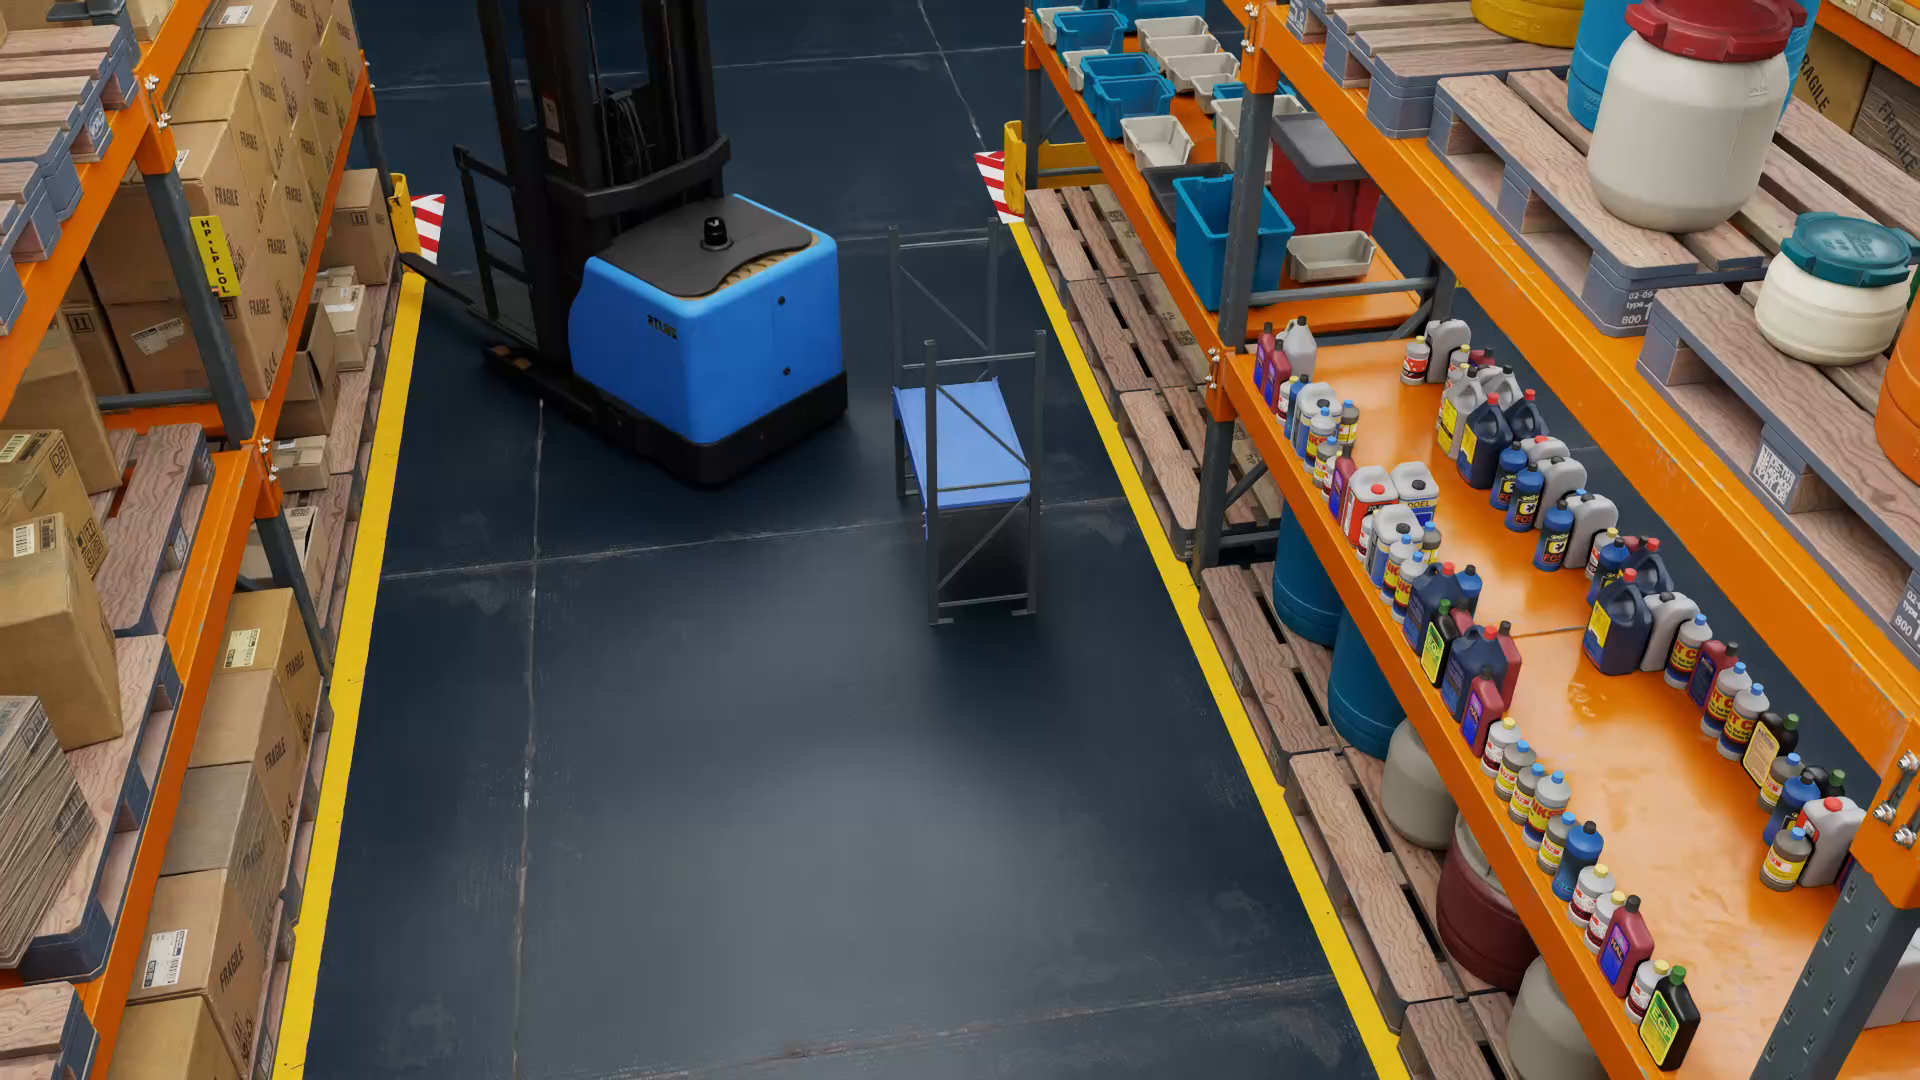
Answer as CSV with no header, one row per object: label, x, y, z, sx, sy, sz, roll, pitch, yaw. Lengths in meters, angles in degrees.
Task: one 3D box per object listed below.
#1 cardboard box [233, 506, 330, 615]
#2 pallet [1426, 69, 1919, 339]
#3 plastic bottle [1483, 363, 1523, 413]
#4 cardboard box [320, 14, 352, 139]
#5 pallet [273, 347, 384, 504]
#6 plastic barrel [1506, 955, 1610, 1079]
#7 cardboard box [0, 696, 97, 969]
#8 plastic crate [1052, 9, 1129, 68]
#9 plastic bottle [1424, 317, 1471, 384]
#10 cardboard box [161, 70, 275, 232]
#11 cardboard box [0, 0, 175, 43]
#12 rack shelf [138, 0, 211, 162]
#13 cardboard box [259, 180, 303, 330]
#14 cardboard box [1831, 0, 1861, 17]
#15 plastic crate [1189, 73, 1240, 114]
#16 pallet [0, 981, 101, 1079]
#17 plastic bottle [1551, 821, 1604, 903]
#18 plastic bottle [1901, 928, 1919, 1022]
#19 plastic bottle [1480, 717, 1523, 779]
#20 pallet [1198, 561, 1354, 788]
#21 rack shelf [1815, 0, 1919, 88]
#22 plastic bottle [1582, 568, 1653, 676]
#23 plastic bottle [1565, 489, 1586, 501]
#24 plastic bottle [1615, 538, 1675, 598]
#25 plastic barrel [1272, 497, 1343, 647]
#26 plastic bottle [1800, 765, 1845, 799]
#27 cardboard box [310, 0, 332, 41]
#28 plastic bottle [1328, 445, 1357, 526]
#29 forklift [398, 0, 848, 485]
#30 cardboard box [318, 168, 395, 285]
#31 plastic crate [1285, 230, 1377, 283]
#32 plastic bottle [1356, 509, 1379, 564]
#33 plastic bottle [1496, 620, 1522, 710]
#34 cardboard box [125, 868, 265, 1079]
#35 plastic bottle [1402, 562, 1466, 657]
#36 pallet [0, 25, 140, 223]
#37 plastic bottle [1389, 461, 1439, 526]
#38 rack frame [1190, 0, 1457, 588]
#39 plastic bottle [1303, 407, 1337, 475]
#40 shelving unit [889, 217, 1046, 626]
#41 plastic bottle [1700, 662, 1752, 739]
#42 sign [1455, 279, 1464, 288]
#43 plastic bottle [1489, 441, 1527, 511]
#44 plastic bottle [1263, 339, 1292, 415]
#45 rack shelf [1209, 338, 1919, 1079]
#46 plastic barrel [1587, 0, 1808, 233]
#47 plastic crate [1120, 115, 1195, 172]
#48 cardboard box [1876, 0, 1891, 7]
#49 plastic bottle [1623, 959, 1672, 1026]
cardboard box,-3.134,0.093,7.418,0.500,0.311,0.500,-6,38,-8
pallet,2.039,-1.011,4.715,1.003,0.211,1.213,-6,38,-8
plastic bottle,2.087,-0.509,6.401,0.144,0.351,0.185,-6,38,-8
cardboard box,-3.534,-2.419,8.738,0.500,0.500,0.500,-6,38,-8
pallet,-3.610,-0.570,8.712,1.003,0.211,1.213,-6,38,-8
plastic barrel,2.016,1.559,5.384,0.421,0.512,0.421,0,38,0
cardboard box,-2.766,0.751,4.314,0.700,0.500,0.500,0,38,1
plastic crate,0.737,-2.840,9.448,0.416,0.233,0.300,-6,38,-8
plastic bottle,1.991,-0.796,6.831,0.152,0.276,0.135,-6,38,-8
cardboard box,-3.170,-1.579,6.841,0.500,0.500,0.500,-7,38,-9
cardboard box,-3.115,-1.964,5.910,0.500,0.250,0.500,-6,38,-8
rack shelf,-3.624,-2.627,7.227,1.077,0.370,4.000,-6,38,-8
cardboard box,-3.187,-1.204,7.173,0.500,0.500,0.500,-6,38,-7
cardboard box,5.608,-3.339,10.207,0.380,0.149,0.250,-7,38,-9
plastic crate,1.403,-2.392,8.950,0.298,0.136,0.250,-6,38,-8
pallet,-2.760,1.572,3.838,1.213,0.211,1.003,-6,38,-8
plastic bottle,1.737,0.891,4.663,0.097,0.271,0.097,0,38,0
plastic bottle,2.548,1.120,4.364,0.152,0.276,0.135,-6,38,-8
plastic bottle,1.652,0.625,5.063,0.097,0.201,0.097,0,38,0
pallet,1.698,0.523,7.305,1.003,0.211,1.213,-6,38,-8
rack shelf,6.130,-2.505,9.516,1.077,0.370,4.000,-6,38,-8
plastic bottle,2.154,0.254,5.418,0.144,0.351,0.185,-6,38,-8
plastic bottle,2.215,-0.093,5.987,0.097,0.201,0.097,0,38,0
plastic bottle,2.280,0.156,5.544,0.144,0.351,0.185,-6,38,-8
plastic barrel,1.683,-0.055,7.144,0.600,0.901,0.708,-6,38,-8
plastic bottle,2.488,0.752,4.832,0.061,0.283,0.133,-6,38,-8
cardboard box,-3.537,-2.824,8.444,0.500,0.500,0.500,-5,38,-7
plastic bottle,1.404,-0.199,6.056,0.061,0.283,0.133,-6,38,-8
forklift,-2.032,-2.216,8.613,3.031,2.935,1.130,29,46,32
cardboard box,-3.637,-1.819,9.725,0.500,0.500,0.500,-6,38,-8
plastic crate,1.663,-1.265,7.499,0.396,0.136,0.243,-6,38,-8
plastic bottle,1.466,-0.017,5.889,0.097,0.201,0.097,0,38,0
plastic bottle,1.723,0.397,5.288,0.061,0.283,0.133,-6,38,-8
cardboard box,-2.647,1.472,5.489,0.500,0.500,0.500,-7,38,-9
plastic bottle,1.571,0.205,5.481,0.144,0.351,0.185,-6,38,-8
pallet,-3.228,-1.227,4.993,1.213,0.211,1.003,-6,38,-8
plastic bottle,1.622,-0.136,5.981,0.152,0.276,0.135,-6,38,-8
rack frame,1.604,-1.049,7.055,1.000,3.000,0.127,-6,38,-8
plastic bottle,1.368,-0.383,6.303,0.097,0.271,0.097,0,38,0
shelving unit,0.015,-0.541,7.623,0.538,1.500,1.048,-6,38,-8
plastic bottle,2.392,0.491,5.178,0.097,0.271,0.097,0,38,0
sign,2.146,-1.216,7.045,0.100,0.325,0.005,-6,38,-8
plastic bottle,2.024,-0.245,6.125,0.097,0.271,0.097,0,38,0
plastic bottle,1.272,-0.655,6.643,0.061,0.283,0.133,-6,38,-8
rack shelf,1.955,0.443,5.721,1.077,0.370,4.000,-6,38,-8
plastic barrel,1.846,-1.091,4.212,0.433,0.535,0.433,0,38,0
plastic crate,1.003,-1.988,8.429,0.293,0.136,0.466,-6,38,-8
cardboard box,5.695,-3.423,9.991,0.500,0.250,0.500,-7,38,-9
plastic bottle,1.812,1.176,4.354,0.097,0.201,0.097,0,38,0
